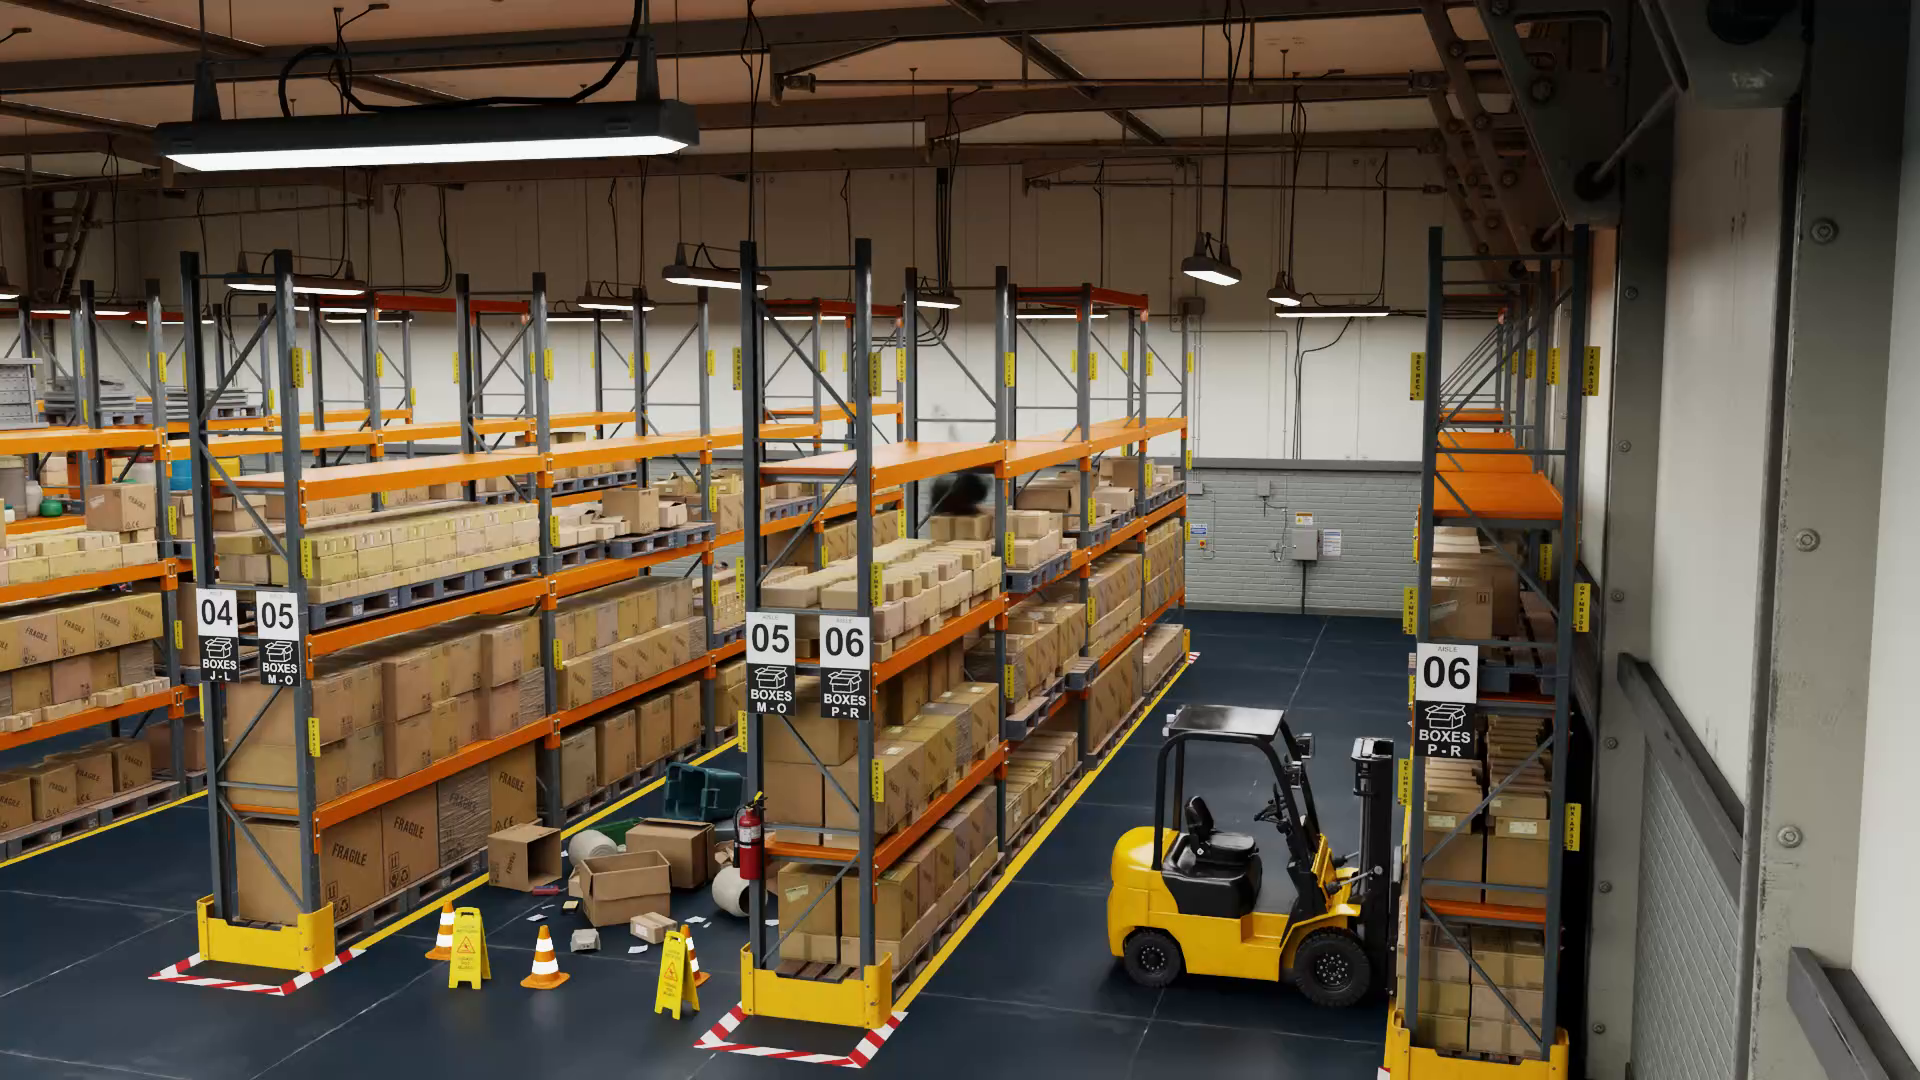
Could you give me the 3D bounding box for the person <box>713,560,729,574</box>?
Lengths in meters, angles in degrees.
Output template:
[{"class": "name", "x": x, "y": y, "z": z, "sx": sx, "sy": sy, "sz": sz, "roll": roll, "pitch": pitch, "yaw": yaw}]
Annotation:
[{"class": "person", "x": -3.927, "y": 1.203, "z": 27.662, "sx": 0.672, "sy": 1.793, "sz": 0.925, "roll": 3, "pitch": 7, "yaw": 25}]
